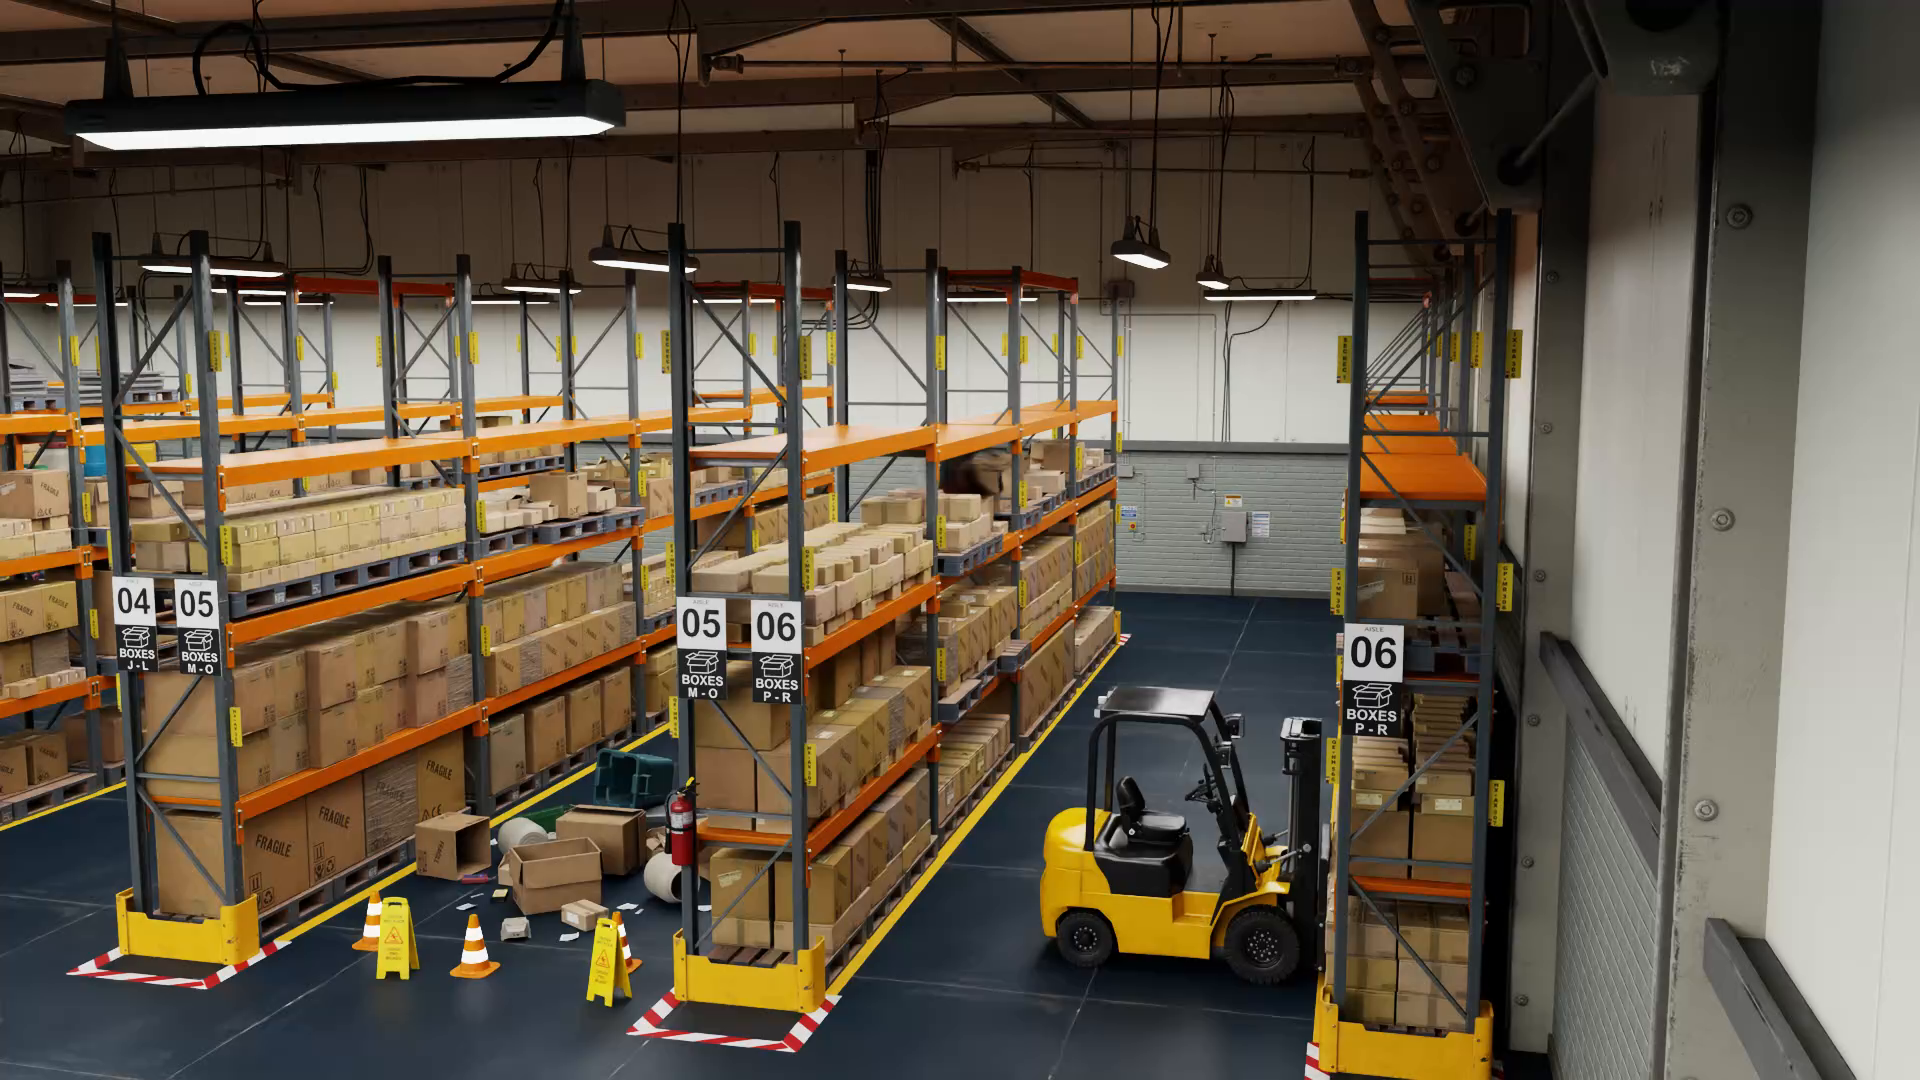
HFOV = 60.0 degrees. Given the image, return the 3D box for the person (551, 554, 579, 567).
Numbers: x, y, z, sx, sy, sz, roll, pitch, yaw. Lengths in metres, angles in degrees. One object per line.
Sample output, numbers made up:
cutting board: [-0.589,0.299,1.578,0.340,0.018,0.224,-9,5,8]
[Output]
person: [-6.582,0.892,27.778,0.640,1.730,1.060,1,7,11]
